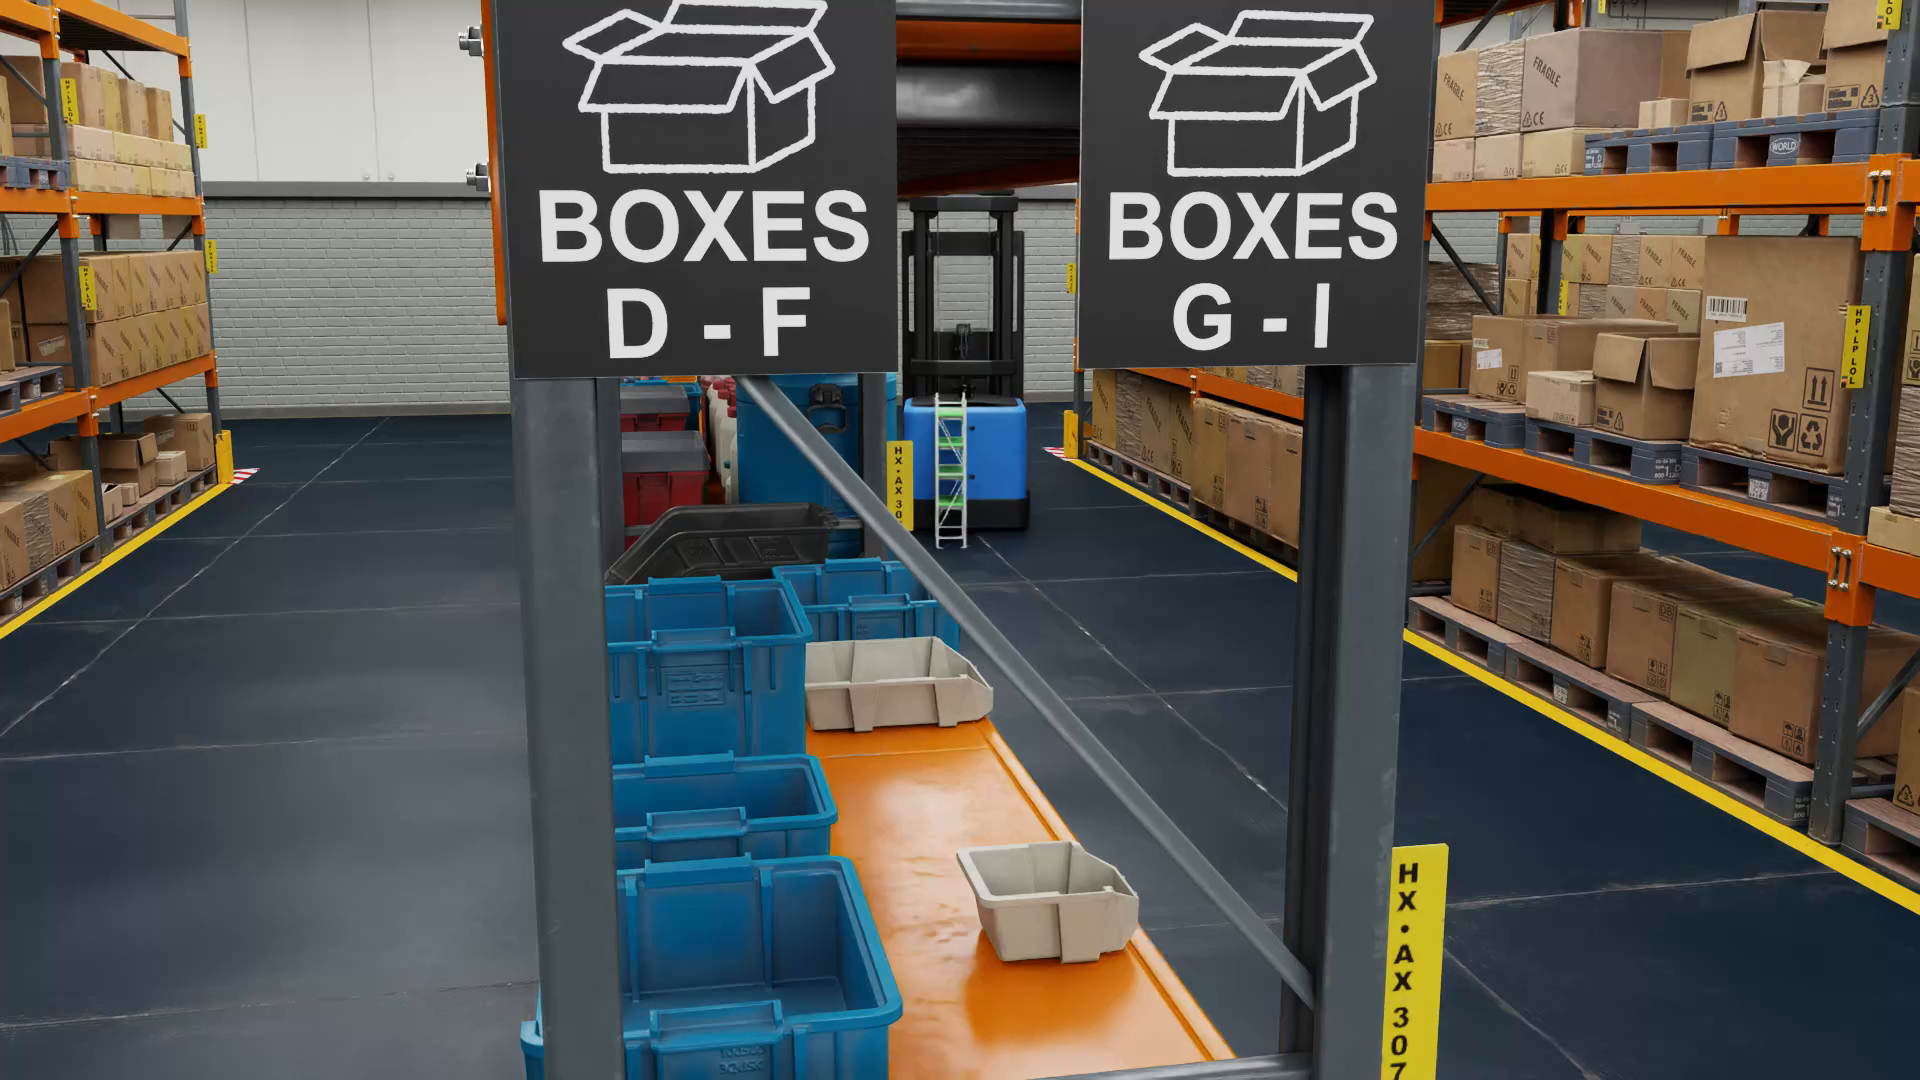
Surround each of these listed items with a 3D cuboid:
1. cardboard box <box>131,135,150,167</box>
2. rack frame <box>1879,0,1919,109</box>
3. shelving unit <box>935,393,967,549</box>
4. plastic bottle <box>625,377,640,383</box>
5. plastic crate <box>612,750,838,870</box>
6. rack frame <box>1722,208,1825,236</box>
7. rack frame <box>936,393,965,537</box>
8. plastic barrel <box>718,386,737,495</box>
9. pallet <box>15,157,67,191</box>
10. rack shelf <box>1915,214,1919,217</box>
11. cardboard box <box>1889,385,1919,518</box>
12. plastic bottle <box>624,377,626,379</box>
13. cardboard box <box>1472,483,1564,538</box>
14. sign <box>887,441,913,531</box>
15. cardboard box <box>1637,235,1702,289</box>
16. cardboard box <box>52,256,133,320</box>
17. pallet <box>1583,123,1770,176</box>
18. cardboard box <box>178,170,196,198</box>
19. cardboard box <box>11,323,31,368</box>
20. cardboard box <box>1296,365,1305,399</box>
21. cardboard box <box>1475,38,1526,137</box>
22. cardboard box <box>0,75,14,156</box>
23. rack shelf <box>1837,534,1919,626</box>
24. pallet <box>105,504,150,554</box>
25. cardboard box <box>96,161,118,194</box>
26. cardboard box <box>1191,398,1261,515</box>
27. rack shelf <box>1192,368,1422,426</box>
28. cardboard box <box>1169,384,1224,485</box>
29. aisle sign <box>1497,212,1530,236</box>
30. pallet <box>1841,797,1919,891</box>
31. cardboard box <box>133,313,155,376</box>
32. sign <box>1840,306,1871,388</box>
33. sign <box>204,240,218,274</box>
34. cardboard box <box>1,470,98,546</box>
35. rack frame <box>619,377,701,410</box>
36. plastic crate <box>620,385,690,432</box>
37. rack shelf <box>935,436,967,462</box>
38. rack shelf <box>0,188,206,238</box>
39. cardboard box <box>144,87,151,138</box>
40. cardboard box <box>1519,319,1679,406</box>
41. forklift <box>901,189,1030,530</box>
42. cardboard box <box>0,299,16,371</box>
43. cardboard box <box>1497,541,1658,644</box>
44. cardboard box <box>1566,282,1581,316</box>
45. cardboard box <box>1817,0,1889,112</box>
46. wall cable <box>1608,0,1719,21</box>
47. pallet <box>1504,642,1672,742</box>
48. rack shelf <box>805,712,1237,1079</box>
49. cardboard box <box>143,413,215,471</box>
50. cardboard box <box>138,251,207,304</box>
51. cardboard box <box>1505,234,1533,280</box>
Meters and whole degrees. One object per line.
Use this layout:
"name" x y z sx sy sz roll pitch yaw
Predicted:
"cardboard box" -7.308 -3.345 14.290 0.500 0.250 0.500 -2 11 -11
"rack frame" 4.099 -3.165 6.259 1.000 3.000 0.127 -2 11 -11
"shelving unit" -0.076 -0.568 13.473 0.258 1.200 0.503 0 11 -1
"plastic bottle" -2.247 -1.046 11.303 0.144 0.351 0.185 -2 11 -11
"plastic crate" -0.493 0.569 3.085 0.499 0.251 0.408 -2 11 -11
"rack frame" 7.428 -1.847 15.379 1.000 3.000 0.127 -2 11 -11
"rack frame" -0.079 -0.614 13.713 0.240 1.200 0.015 0 11 -1
"plastic barrel" -0.873 -0.423 7.531 0.433 0.535 0.433 0 11 0
"pallet" -7.117 -2.585 11.735 1.213 0.211 1.003 -2 11 -11
"rack shelf" 11.875 -3.533 18.136 1.077 0.370 4.000 -2 11 -11
"cardboard box" 4.126 -0.329 6.337 0.875 0.500 0.500 -2 11 -11
"plastic bottle" -2.257 -0.983 11.148 0.061 0.283 0.133 -2 11 -11
"cardboard box" 3.481 -0.186 10.157 0.500 0.250 0.500 -2 11 -9
"sign" -0.217 -0.192 5.942 0.100 0.325 0.005 -2 11 -11
"cardboard box" 6.966 -2.705 16.147 0.500 0.500 0.500 -2 11 -13
"cardboard box" -7.091 -2.057 13.542 0.500 0.500 0.500 -2 11 -13
"pallet" 3.879 -1.907 8.171 1.213 0.211 1.003 -2 11 -11
"cardboard box" -7.594 -3.375 15.783 0.500 0.250 0.500 -2 11 -11
"cardboard box" -7.524 -1.457 13.063 0.500 0.500 0.500 -2 11 -10
"cardboard box" 2.787 -1.269 12.074 0.500 0.500 0.500 -2 11 -13
"cardboard box" 3.255 -2.531 9.346 0.500 0.500 0.500 -2 11 -11
"cardboard box" -7.149 -3.009 11.802 0.600 0.600 0.600 -3 11 -16
"rack shelf" 4.488 0.502 4.960 1.077 0.370 4.000 -2 11 -11
"pallet" -7.307 -0.082 13.562 1.003 0.211 1.213 -2 11 -11
"cardboard box" -7.120 -2.916 13.371 0.500 0.250 0.500 -2 11 -11
"cardboard box" 2.687 -0.731 14.075 1.225 0.875 0.875 -2 11 -11
"rack shelf" 2.932 -0.965 12.669 1.077 0.370 4.000 -2 11 -11
"cardboard box" 2.493 -0.972 15.339 0.875 0.875 0.875 -2 11 -11
"aisle sign" 6.342 -3.860 19.003 0.394 0.787 0.004 -2 11 -11
"pallet" 4.264 1.274 6.440 1.003 0.211 1.213 -2 11 -11
"cardboard box" -7.204 -1.664 14.149 0.500 0.500 0.500 -2 11 -11
"sign" 3.555 -0.766 6.602 0.100 0.325 0.005 -2 11 -11
"sign" -7.404 -2.800 16.443 0.100 0.325 0.005 -2 11 -11
"cardboard box" -6.798 -0.234 12.411 0.500 0.500 0.500 -2 11 -11
"rack frame" -1.537 -0.772 9.728 1.000 3.000 0.127 -2 11 -11
"plastic crate" -1.523 -0.495 8.106 0.402 0.464 0.583 -2 11 -11
"rack shelf" -0.076 -0.741 13.440 0.258 0.148 0.480 0 11 -1
"rack shelf" -7.564 -2.813 14.353 1.077 0.370 4.000 -2 11 -11
"cardboard box" -7.822 -3.885 15.121 0.700 0.500 0.500 -2 11 -11
"cardboard box" 3.672 -1.011 9.594 0.700 0.500 0.500 0 11 -3
"forklift" 0.022 -1.752 15.061 1.130 2.935 3.031 0 11 -1
"cardboard box" -7.302 -1.486 12.092 0.700 0.500 0.500 -6 12 -30
"cardboard box" 3.592 0.284 9.693 0.700 0.500 0.500 -3 11 -16
"cardboard box" 6.678 -2.496 17.725 0.500 0.500 0.500 -2 11 -10
"cardboard box" 4.105 -2.038 6.962 0.797 0.503 0.637 -3 11 -14
"wall cable" 10.842 -6.786 25.284 2.355 3.000 0.029 -2 11 -11
"pallet" 3.706 0.785 9.008 1.003 0.211 1.213 -2 11 -11
"rack shelf" -0.370 0.682 4.013 1.077 0.370 4.000 -2 11 -11
"cardboard box" -7.605 -0.957 16.210 0.500 0.500 0.500 -2 11 -11
"cardboard box" -7.596 -2.528 16.015 0.500 0.500 0.500 -2 11 -12
"cardboard box" 6.477 -3.175 18.619 0.500 0.500 0.500 -2 11 -11
